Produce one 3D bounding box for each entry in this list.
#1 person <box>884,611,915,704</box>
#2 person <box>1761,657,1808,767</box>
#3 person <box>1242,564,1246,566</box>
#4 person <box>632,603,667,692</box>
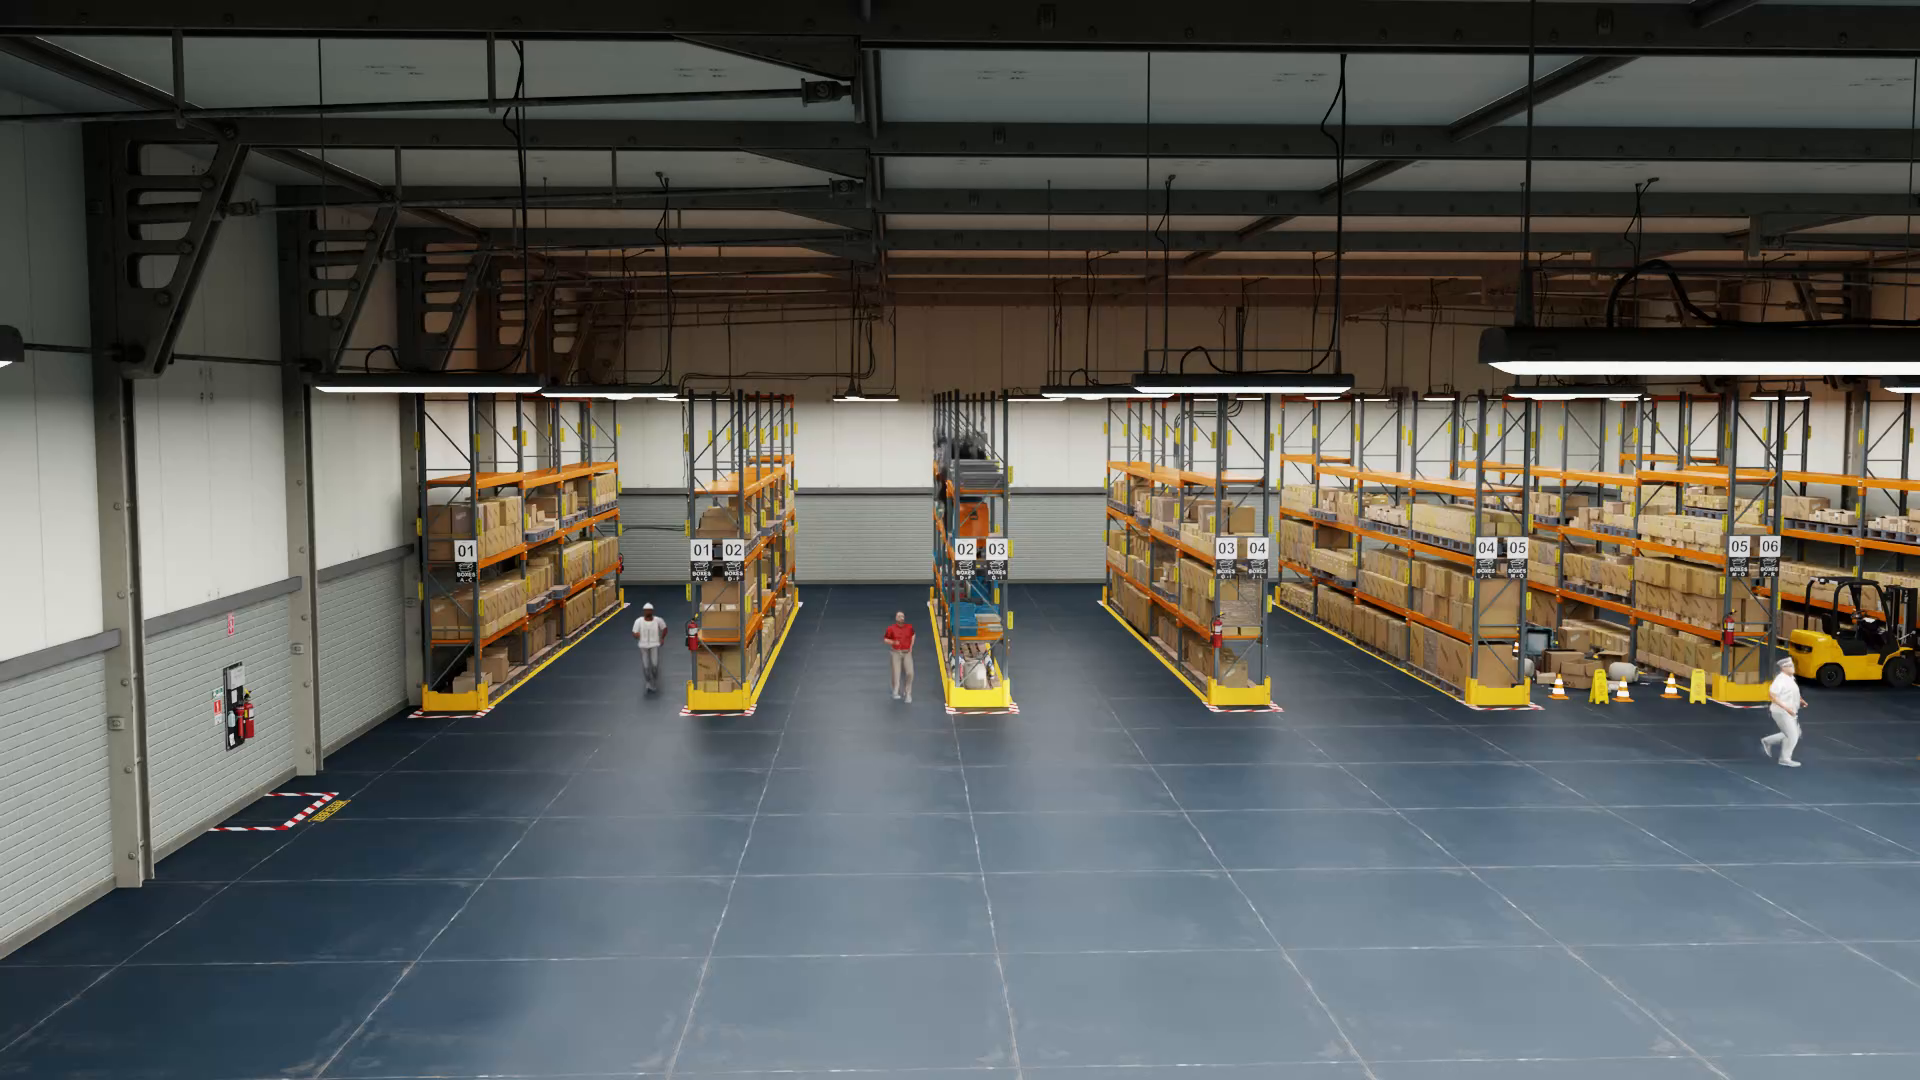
[{"bbox_3d":[-1.135,2.272,31.926,0.642,1.796,0.697,-1,5,-13],"label":"person"},{"bbox_3d":[13.045,2.703,26.360,0.644,1.739,0.656,4,6,43],"label":"person"},{"bbox_3d":[7.844,1.048,47.787,0.677,1.573,0.502,3,6,33],"label":"person"},{"bbox_3d":[-6.188,2.149,33.137,0.677,1.772,0.649,-1,5,-7],"label":"person"}]
